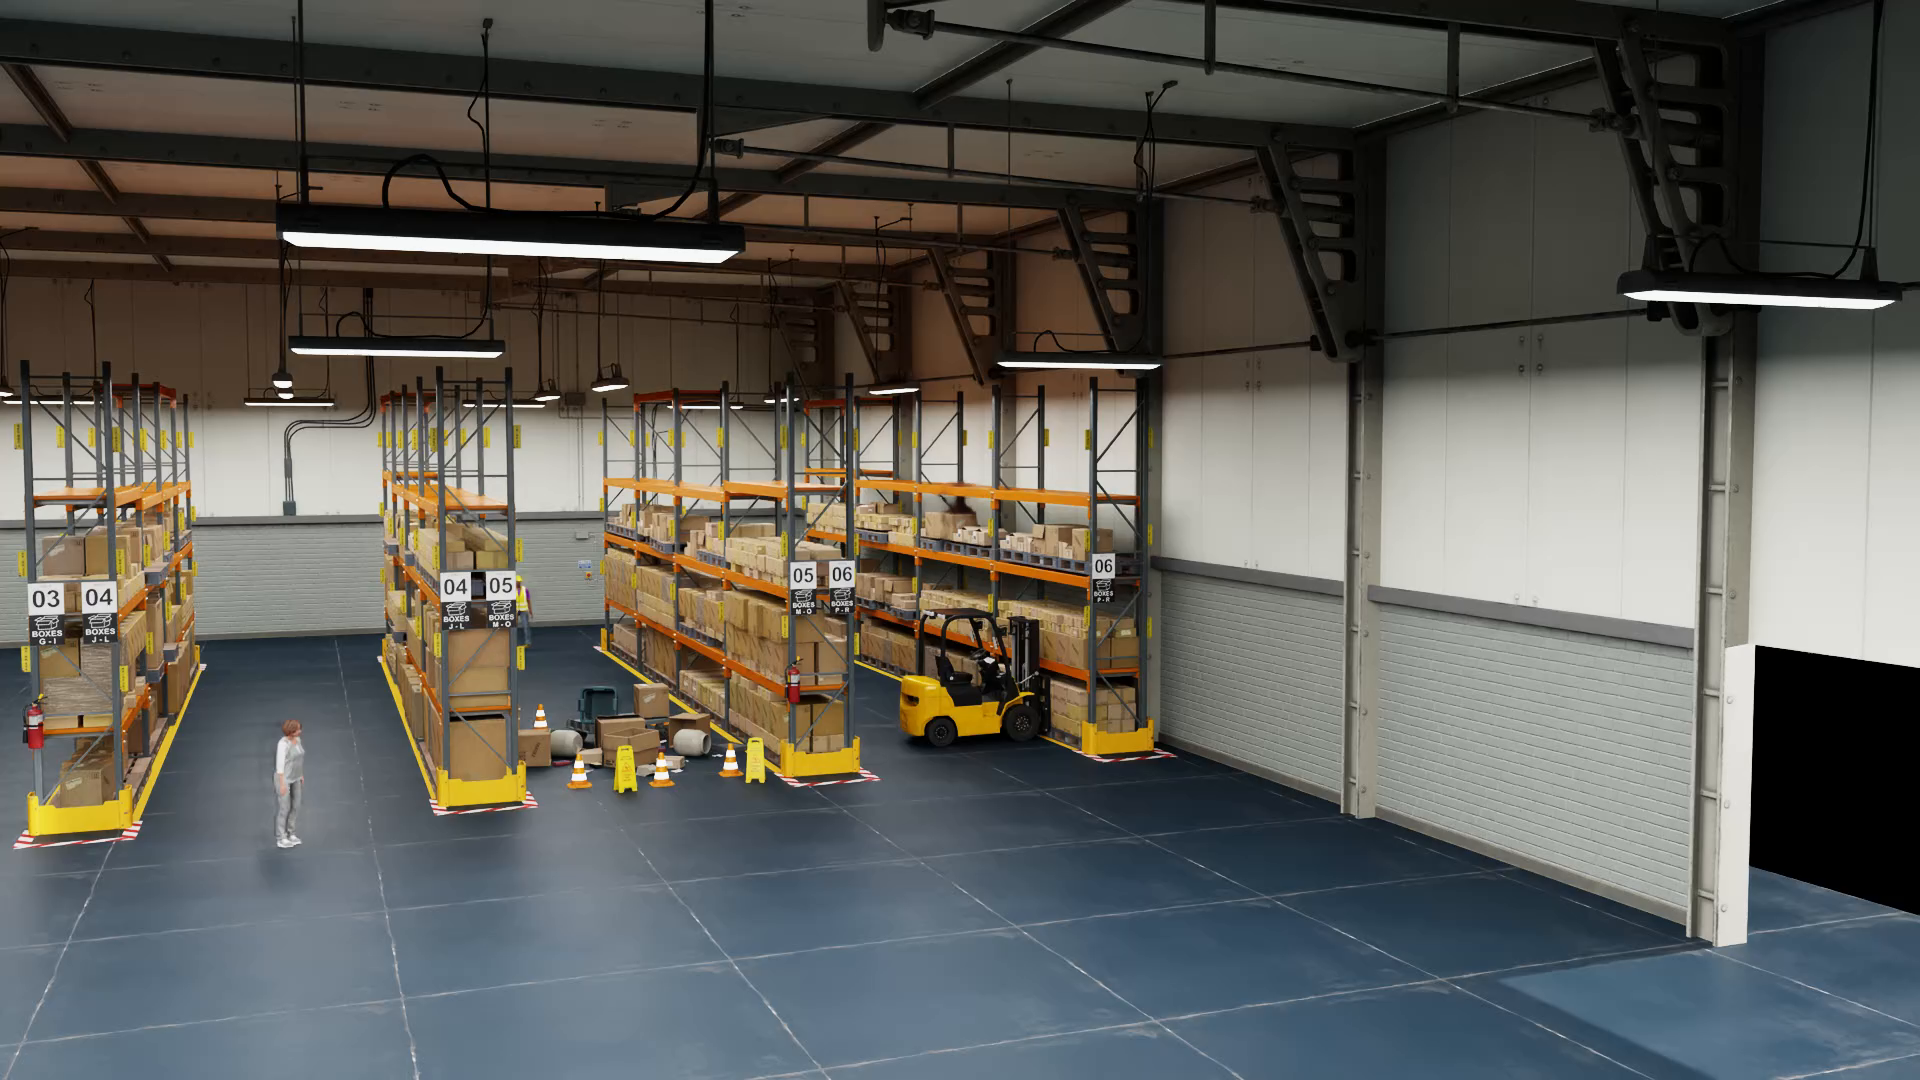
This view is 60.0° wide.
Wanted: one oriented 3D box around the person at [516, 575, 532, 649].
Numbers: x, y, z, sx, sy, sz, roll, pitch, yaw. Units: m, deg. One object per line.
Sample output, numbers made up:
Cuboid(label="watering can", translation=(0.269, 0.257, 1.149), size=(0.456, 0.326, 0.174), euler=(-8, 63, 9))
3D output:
Cuboid(label="person", translation=(-10.579, 1.720, 39.871), size=(0.630, 1.766, 0.478), euler=(0, 3, -8))

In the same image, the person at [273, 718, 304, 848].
Cuboid(label="person", translation=(-8.258, 2.987, 20.460), size=(0.376, 1.590, 0.451), euler=(1, 4, 14))
